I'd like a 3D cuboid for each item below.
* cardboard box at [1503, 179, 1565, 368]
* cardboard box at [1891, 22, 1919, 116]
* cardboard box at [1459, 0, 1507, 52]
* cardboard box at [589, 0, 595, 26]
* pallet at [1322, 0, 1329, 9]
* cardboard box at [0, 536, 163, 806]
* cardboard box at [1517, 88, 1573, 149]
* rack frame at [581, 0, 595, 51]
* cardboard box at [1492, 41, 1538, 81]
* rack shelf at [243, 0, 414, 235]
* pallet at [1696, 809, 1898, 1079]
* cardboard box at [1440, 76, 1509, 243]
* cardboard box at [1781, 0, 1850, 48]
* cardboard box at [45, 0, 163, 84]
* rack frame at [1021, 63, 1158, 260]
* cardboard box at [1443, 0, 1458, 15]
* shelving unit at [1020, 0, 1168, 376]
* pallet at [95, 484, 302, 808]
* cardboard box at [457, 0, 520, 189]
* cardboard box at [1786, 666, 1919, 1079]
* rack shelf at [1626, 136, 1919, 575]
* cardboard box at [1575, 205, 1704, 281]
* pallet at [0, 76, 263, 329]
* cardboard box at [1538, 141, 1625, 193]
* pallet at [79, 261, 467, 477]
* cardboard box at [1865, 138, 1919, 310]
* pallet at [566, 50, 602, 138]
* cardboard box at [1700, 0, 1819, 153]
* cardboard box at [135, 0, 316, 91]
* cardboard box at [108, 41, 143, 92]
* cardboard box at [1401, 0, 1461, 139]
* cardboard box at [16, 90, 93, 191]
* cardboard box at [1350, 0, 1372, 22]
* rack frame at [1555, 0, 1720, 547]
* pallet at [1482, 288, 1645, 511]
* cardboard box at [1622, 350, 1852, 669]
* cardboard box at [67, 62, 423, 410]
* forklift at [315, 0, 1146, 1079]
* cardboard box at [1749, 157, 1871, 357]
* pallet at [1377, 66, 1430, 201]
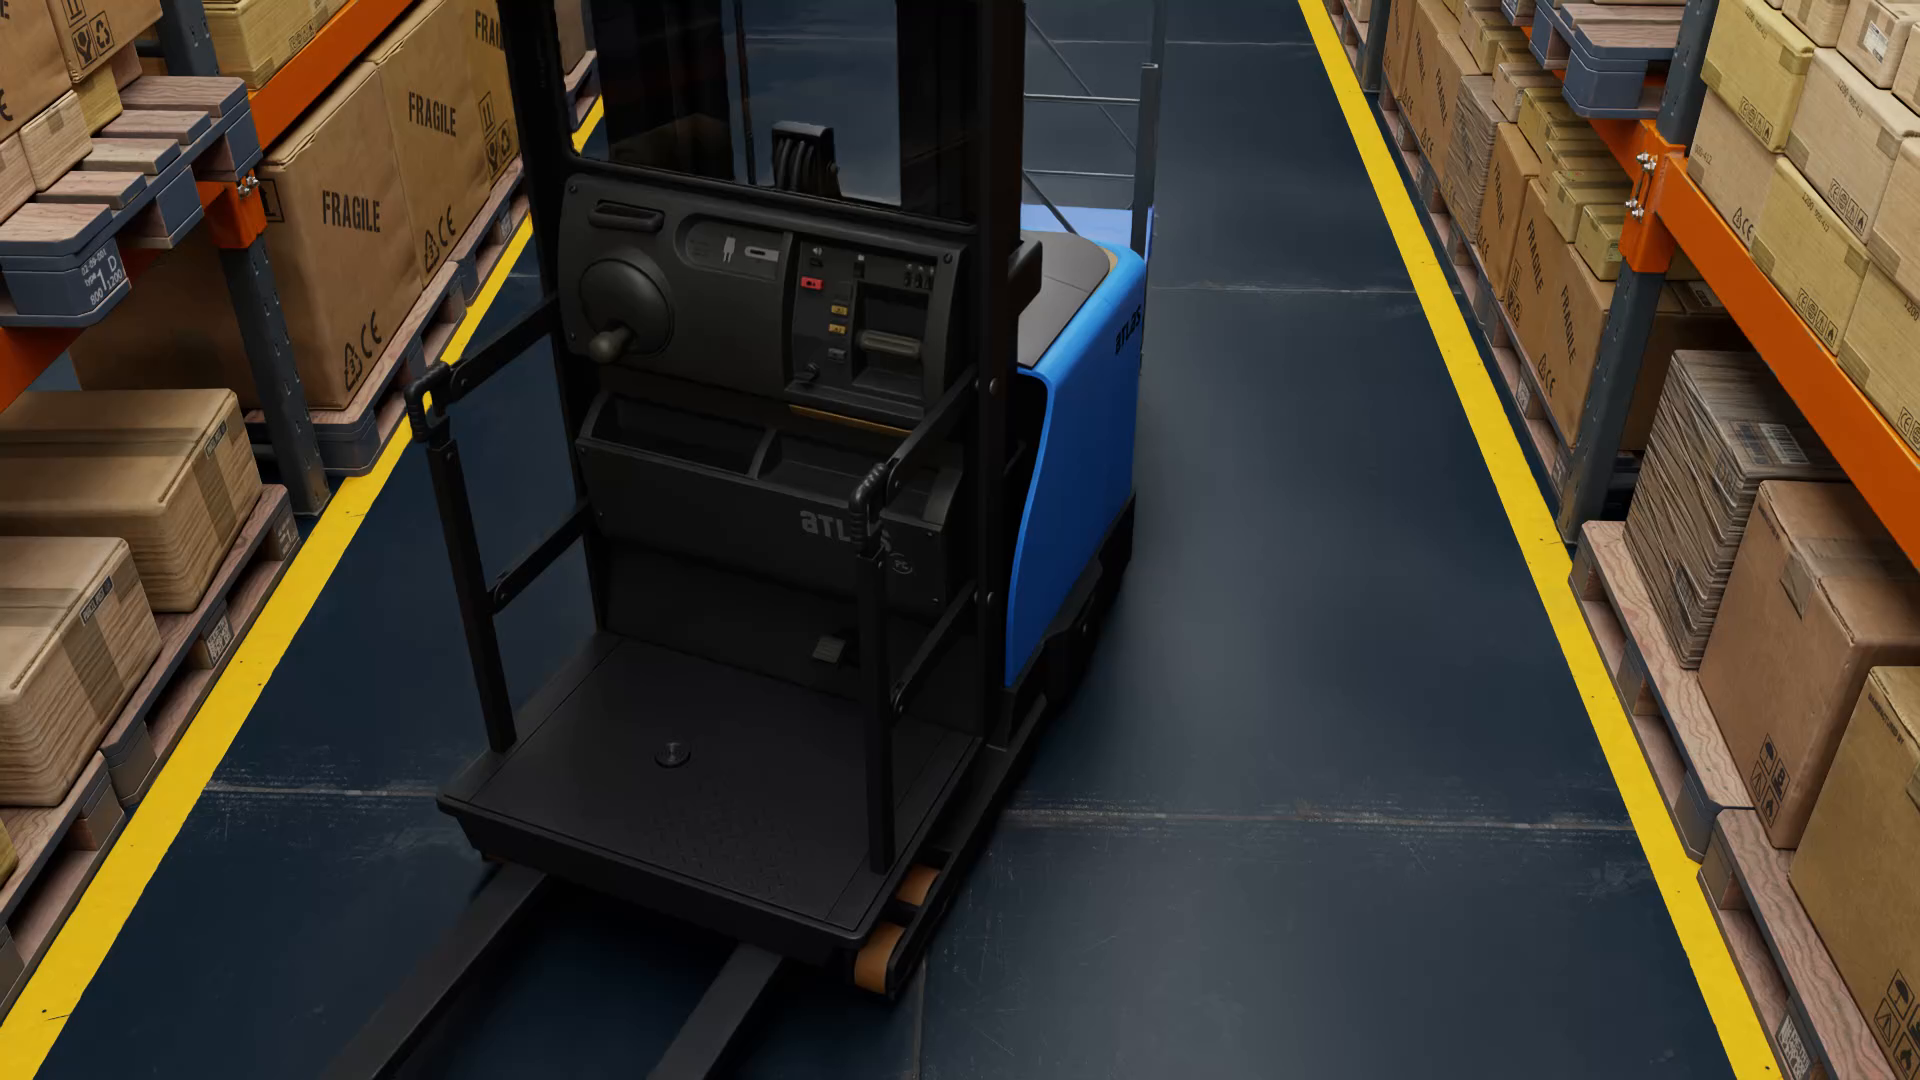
[{"bbox_3d":[2.234,-0.914,5.751,0.500,0.500,0.500,1,35,1],"label":"cardboard box"},{"bbox_3d":[2.102,-0.908,3.282,0.380,0.149,0.250,2,35,2],"label":"cardboard box"},{"bbox_3d":[2.304,-2.133,6.922,0.380,0.149,0.250,1,35,2],"label":"cardboard box"},{"bbox_3d":[-2.266,-3.122,8.947,0.875,0.438,0.875,1,35,1],"label":"cardboard box"},{"bbox_3d":[2.637,-3.484,10.025,1.003,0.211,1.213,1,35,2],"label":"pallet"},{"bbox_3d":[-2.613,0.309,4.121,0.950,0.372,0.625,1,35,1],"label":"cardboard box"},{"bbox_3d":[2.268,-1.536,6.071,0.380,0.149,0.250,1,35,1],"label":"cardboard box"},{"bbox_3d":[-2.398,-3.641,7.821,1.000,3.000,0.127,1,35,2],"label":"rack frame"},{"bbox_3d":[2.310,-1.835,6.497,0.380,0.149,0.250,1,35,2],"label":"cardboard box"},{"bbox_3d":[-2.478,-2.197,6.393,1.077,0.370,4.000,1,35,2],"label":"rack shelf"},{"bbox_3d":[2.277,1.082,3.527,1.003,0.211,1.213,1,35,2],"label":"pallet"},{"bbox_3d":[2.254,-1.514,6.604,0.500,0.500,0.500,0,35,0],"label":"cardboard box"},{"bbox_3d":[2.085,-1.207,3.707,0.380,0.149,0.250,2,35,3],"label":"cardboard box"},{"bbox_3d":[-2.299,-1.409,3.936,0.500,0.500,0.500,0,35,1],"label":"cardboard box"},{"bbox_3d":[0.281,-0.673,4.903,0.500,1.500,0.032,5,35,6],"label":"rack frame"},{"bbox_3d":[2.349,-2.434,7.349,0.380,0.149,0.250,0,35,-1],"label":"cardboard box"},{"bbox_3d":[0.350,-0.962,5.315,0.538,1.500,1.048,5,35,6],"label":"shelving unit"},{"bbox_3d":[-2.592,0.247,4.714,1.003,0.211,1.213,1,35,2],"label":"pallet"},{"bbox_3d":[-2.372,-2.066,7.063,0.875,0.875,0.875,2,35,3],"label":"cardboard box"},{"bbox_3d":[2.317,0.690,3.359,0.875,0.625,0.625,0,35,0],"label":"cardboard box"},{"bbox_3d":[2.321,0.213,2.963,1.077,0.370,4.000,1,35,2],"label":"rack shelf"},{"bbox_3d":[2.168,-0.934,5.215,0.380,0.149,0.250,0,35,0],"label":"cardboard box"},{"bbox_3d":[-2.481,-0.852,4.020,1.213,0.211,1.003,1,35,2],"label":"pallet"},{"bbox_3d":[2.202,-1.242,5.653,0.380,0.149,0.250,0,35,0],"label":"cardboard box"},{"bbox_3d":[-2.452,-0.653,5.995,1.003,0.211,1.213,1,35,2],"label":"pallet"},{"bbox_3d":[2.079,-0.536,3.099,0.500,0.250,0.500,0,35,1],"label":"cardboard box"},{"bbox_3d":[-2.354,-2.055,7.990,1.003,0.211,1.213,1,35,2],"label":"pallet"},{"bbox_3d":[2.114,-1.124,3.937,0.500,0.250,0.500,1,35,2],"label":"cardboard box"},{"bbox_3d":[-2.288,-1.556,4.986,0.500,0.250,0.500,1,35,1],"label":"cardboard box"},{"bbox_3d":[-2.337,-1.218,4.227,0.380,0.149,0.250,3,35,4],"label":"cardboard box"},{"bbox_3d":[2.306,-2.098,7.436,0.500,0.500,0.500,1,35,1],"label":"cardboard box"},{"bbox_3d":[-2.241,-0.916,3.798,0.380,0.149,0.250,1,35,1],"label":"cardboard box"},{"bbox_3d":[2.291,-2.860,8.825,0.380,0.149,0.250,0,35,0],"label":"cardboard box"},{"bbox_3d":[2.401,-1.230,4.391,1.000,3.000,0.127,1,35,2],"label":"rack frame"},{"bbox_3d":[2.469,-0.517,5.802,1.003,0.211,1.213,1,35,2],"label":"pallet"},{"bbox_3d":[2.362,-0.072,4.444,0.875,0.625,0.625,2,35,3],"label":"cardboard box"},{"bbox_3d":[-2.448,-1.040,5.603,0.875,0.875,0.875,1,35,1],"label":"cardboard box"},{"bbox_3d":[-0.521,-0.448,3.339,1.130,2.935,3.031,14,37,19],"label":"forklift"},{"bbox_3d":[2.114,-0.630,3.669,0.500,0.250,0.500,1,35,1],"label":"cardboard box"},{"bbox_3d":[2.567,-1.919,7.797,1.003,0.211,1.213,1,35,2],"label":"pallet"}]
